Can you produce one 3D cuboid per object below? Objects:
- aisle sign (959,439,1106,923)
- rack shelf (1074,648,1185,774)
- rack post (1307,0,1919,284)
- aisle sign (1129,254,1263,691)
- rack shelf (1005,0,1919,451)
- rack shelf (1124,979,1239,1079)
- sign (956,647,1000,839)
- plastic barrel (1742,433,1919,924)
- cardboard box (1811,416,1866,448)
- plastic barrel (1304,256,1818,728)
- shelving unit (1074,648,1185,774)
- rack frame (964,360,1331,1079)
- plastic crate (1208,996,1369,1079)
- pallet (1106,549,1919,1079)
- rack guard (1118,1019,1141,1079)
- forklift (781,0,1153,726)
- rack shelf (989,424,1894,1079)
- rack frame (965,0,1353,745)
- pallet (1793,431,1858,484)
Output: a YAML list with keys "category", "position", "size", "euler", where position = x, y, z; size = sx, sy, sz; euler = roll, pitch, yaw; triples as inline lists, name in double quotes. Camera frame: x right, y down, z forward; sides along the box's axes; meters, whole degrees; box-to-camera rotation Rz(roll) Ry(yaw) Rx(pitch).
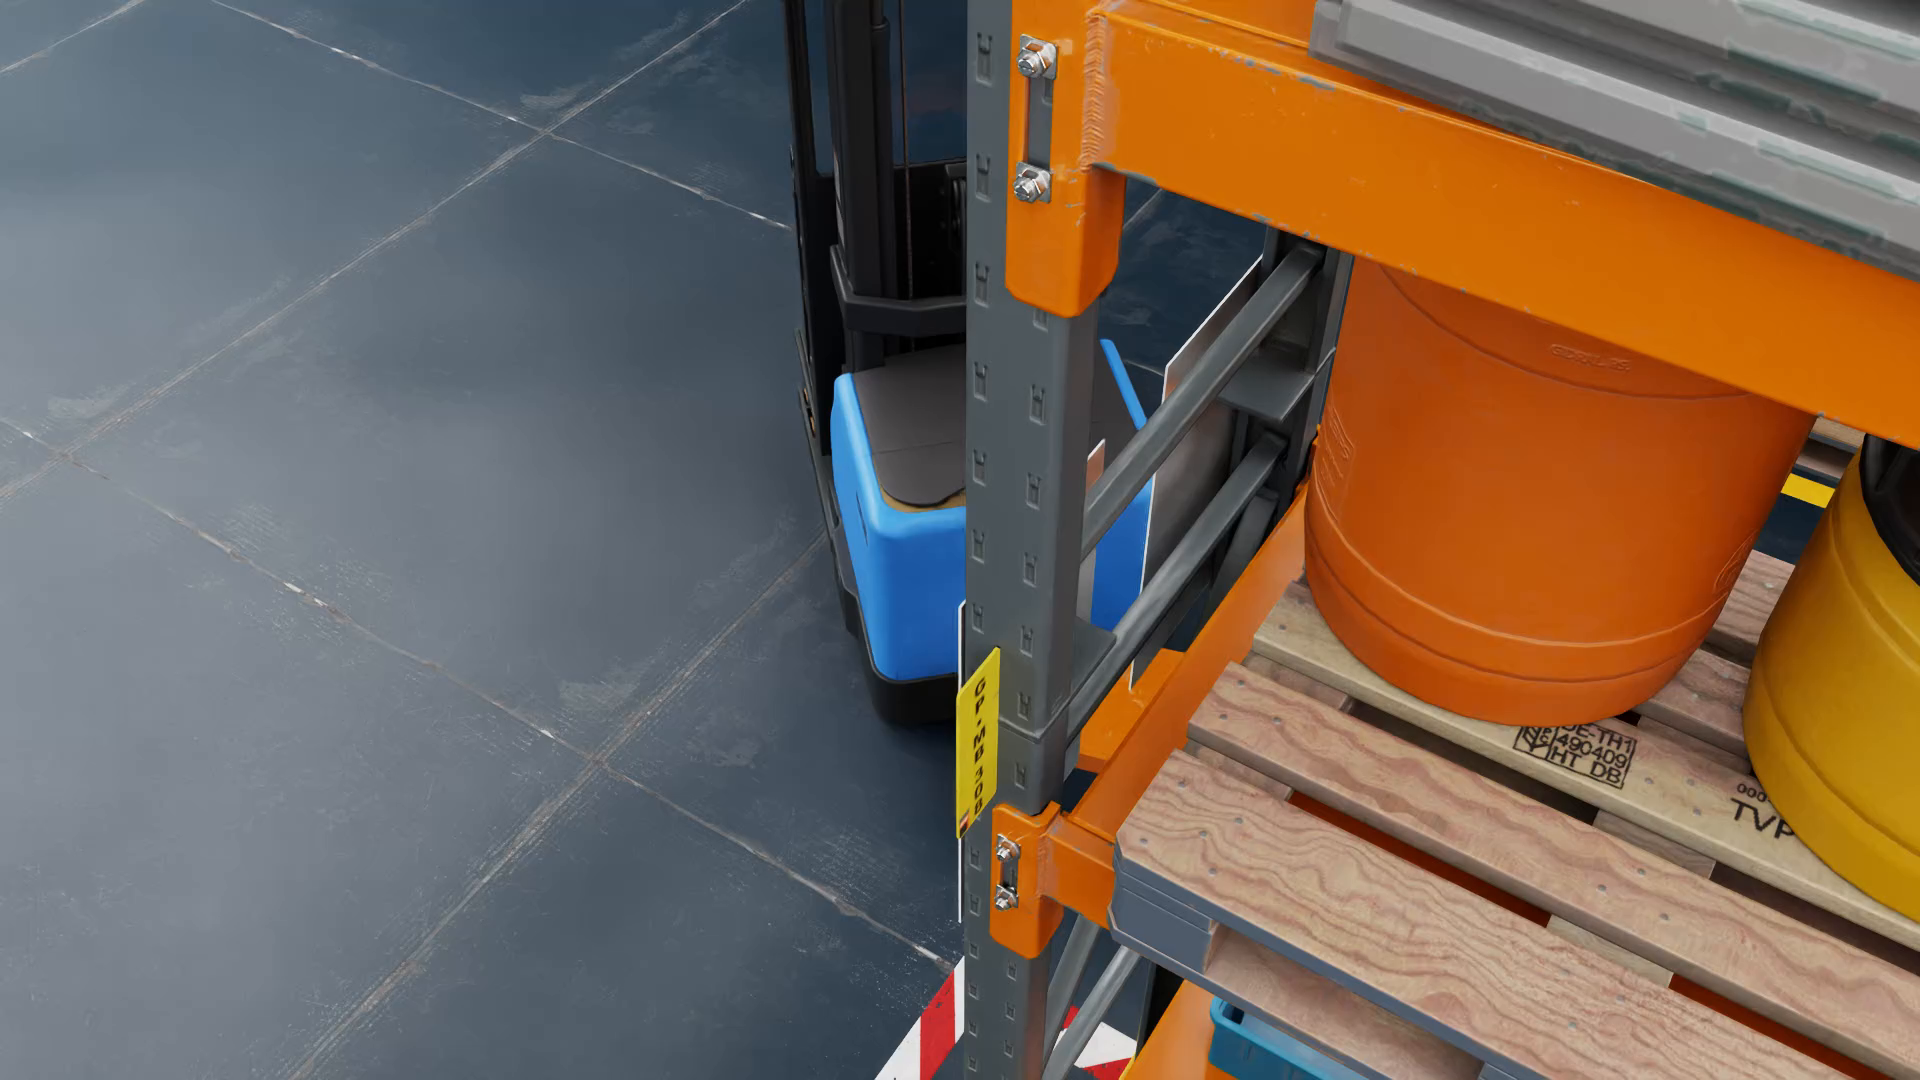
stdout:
- category: "aisle sign"
  position: [0.106, 0.245, 2.608]
  size: [0.004, 0.787, 0.394]
  euler: [25, 51, 22]
- category: "rack shelf"
  position: [0.651, 0.596, 5.376]
  size: [1.000, 0.185, 0.538]
  euler: [12, 47, 12]
- category: "rack post"
  position: [0.892, -0.545, 1.354]
  size: [0.954, 0.300, 0.937]
  euler: [30, 53, 26]
- category: "aisle sign"
  position: [0.424, -0.111, 2.954]
  size: [0.004, 0.787, 0.394]
  euler: [25, 51, 22]
- category: "rack shelf"
  position: [2.008, 0.076, 1.182]
  size: [4.000, 0.370, 1.077]
  euler: [25, 51, 22]
- category: "rack shelf"
  position: [2.008, 2.027, 3.190]
  size: [4.000, 0.370, 1.077]
  euler: [25, 51, 22]
- category: "sign"
  position: [0.024, 0.284, 2.285]
  size: [0.005, 0.325, 0.100]
  euler: [25, 51, 22]
- category: "plastic barrel"
  position: [1.353, 0.109, 2.037]
  size: [0.600, 0.588, 0.600]
  euler: [0, 46, 0]
- category: "cardboard box"
  position: [3.756, -0.642, 6.906]
  size: [0.500, 0.250, 0.500]
  euler: [25, 51, 22]
- category: "plastic barrel"
  position: [0.802, -0.228, 2.196]
  size: [0.708, 0.830, 0.600]
  euler: [25, 51, 22]
- category: "shelving unit"
  position: [0.660, 0.472, 5.245]
  size: [1.083, 1.500, 0.587]
  euler: [12, 47, 12]
- category: "rack frame"
  position: [0.325, 1.002, 3.685]
  size: [0.127, 3.000, 1.000]
  euler: [25, 51, 22]
- category: "plastic crate"
  position: [0.908, 1.067, 3.725]
  size: [0.616, 0.251, 0.499]
  euler: [25, 51, 22]
- category: "pallet"
  position: [0.968, 0.402, 2.308]
  size: [1.213, 0.211, 1.003]
  euler: [25, 51, 22]
- category: "rack guard"
  position: [0.414, 1.874, 4.580]
  size: [0.348, 0.500, 1.175]
  euler: [25, 51, 22]
- category: "forklift"
  position: [-0.086, -1.427, 6.093]
  size: [1.130, 2.935, 3.031]
  euler: [-8, 46, -8]
- category: "rack shelf"
  position: [2.008, 0.982, 2.115]
  size: [4.000, 0.370, 1.077]
  euler: [25, 51, 22]
- category: "rack frame"
  position: [0.325, -1.089, 1.533]
  size: [0.127, 3.000, 1.000]
  euler: [25, 51, 22]
- category: "pallet"
  position: [3.668, -0.744, 7.326]
  size: [1.213, 0.211, 1.003]
  euler: [25, 51, 22]
